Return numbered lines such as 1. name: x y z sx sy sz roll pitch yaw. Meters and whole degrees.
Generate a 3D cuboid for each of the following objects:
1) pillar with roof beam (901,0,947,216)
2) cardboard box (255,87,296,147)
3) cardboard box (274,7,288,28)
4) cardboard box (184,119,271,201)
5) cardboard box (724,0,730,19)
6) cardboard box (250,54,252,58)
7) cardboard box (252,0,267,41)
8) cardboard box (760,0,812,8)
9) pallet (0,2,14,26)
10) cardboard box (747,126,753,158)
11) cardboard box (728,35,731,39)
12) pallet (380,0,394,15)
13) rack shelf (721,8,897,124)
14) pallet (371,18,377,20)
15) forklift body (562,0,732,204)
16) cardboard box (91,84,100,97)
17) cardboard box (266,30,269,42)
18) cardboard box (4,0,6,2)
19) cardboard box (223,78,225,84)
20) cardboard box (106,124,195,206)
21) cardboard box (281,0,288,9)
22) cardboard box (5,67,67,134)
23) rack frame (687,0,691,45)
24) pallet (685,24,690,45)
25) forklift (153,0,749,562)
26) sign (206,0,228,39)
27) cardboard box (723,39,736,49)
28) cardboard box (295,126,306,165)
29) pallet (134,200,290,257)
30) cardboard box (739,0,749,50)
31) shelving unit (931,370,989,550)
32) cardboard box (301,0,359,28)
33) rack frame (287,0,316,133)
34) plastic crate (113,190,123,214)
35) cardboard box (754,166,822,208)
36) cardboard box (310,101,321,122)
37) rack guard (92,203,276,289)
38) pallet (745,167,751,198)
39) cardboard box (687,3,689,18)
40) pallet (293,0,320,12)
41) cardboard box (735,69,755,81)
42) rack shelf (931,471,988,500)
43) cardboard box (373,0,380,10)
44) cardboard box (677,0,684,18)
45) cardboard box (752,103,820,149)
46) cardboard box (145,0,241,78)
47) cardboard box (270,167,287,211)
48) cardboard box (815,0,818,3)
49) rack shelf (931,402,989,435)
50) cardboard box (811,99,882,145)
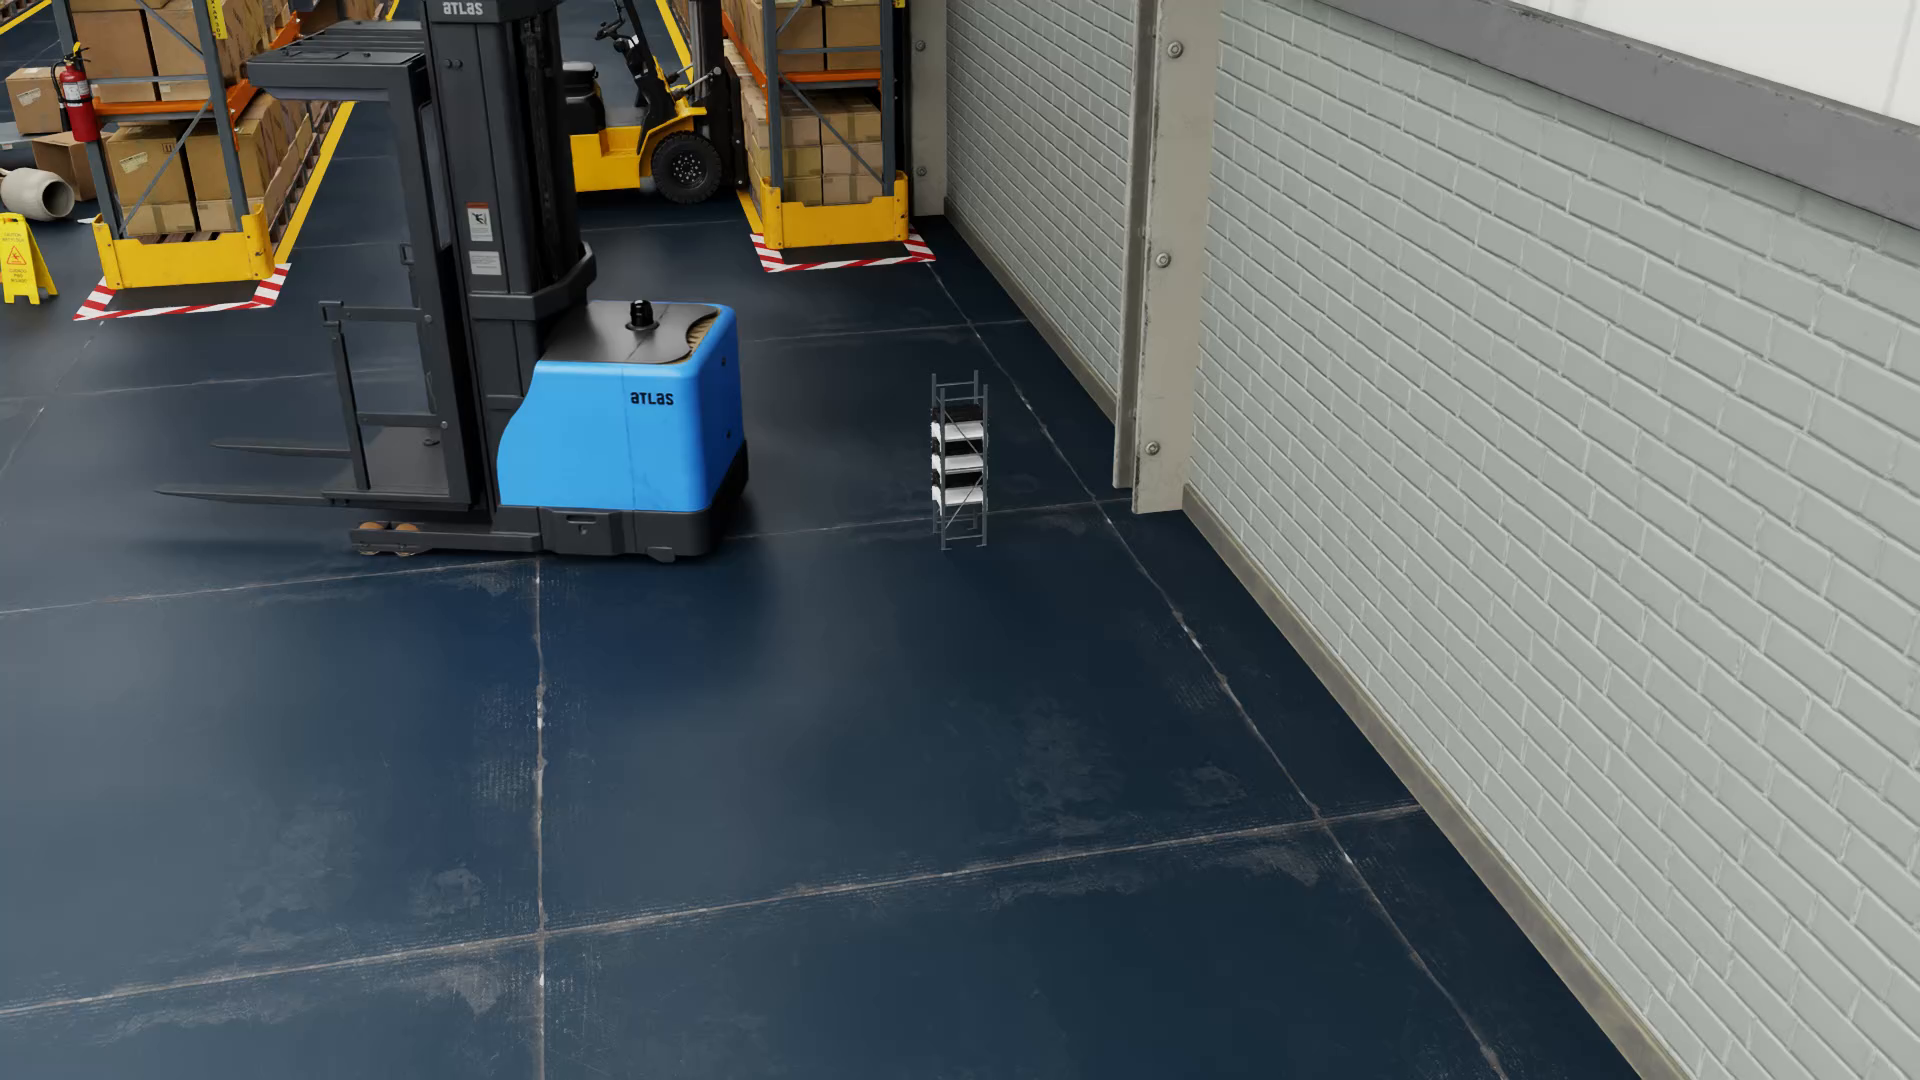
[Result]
1. pillar with roof beam: -4.493 -6.458 11.558 9.100 9.000 0.400 -6 27 -12
2. cardboard box: -6.130 -3.686 14.476 0.500 0.500 0.500 -5 27 -9
3. cardboard box: -6.325 -4.739 15.089 0.380 0.149 0.250 -5 27 -10
4. cardboard box: -5.774 -3.002 13.121 0.500 0.500 0.500 -7 28 -13
5. cardboard box: -1.943 -5.172 15.558 0.500 0.500 0.500 -5 27 -11
6. cardboard box: -5.885 -3.833 13.293 0.380 0.149 0.250 -5 27 -10
7. cardboard box: -6.050 -4.401 13.699 0.500 0.500 0.500 -7 28 -13
8. cardboard box: -1.371 -4.278 13.066 0.380 0.149 0.250 -6 27 -11
9. pallet: -13.545 -7.082 22.546 1.003 0.211 1.213 -6 27 -12
10. cardboard box: -1.537 -3.406 14.200 0.500 0.250 0.500 -6 27 -12
11. cardboard box: -2.050 -4.931 17.360 0.875 0.625 0.625 -5 27 -9
12. pallet: -8.655 -7.679 23.730 1.003 0.211 1.213 -6 27 -12
13. rack shelf: -1.471 -4.377 14.891 1.077 0.370 4.000 -6 27 -12
14. pallet: -8.034 -6.470 21.334 1.003 0.211 1.213 -6 27 -12
15. forklift body: -3.225 -4.088 14.463 2.313 2.155 1.214 -6 27 -12
16. cardboard box: -6.313 -3.445 12.524 0.380 0.149 0.250 -6 27 -12
17. cardboard box: -6.127 -4.287 14.193 0.380 0.149 0.250 -6 27 -13
18. cardboard box: -13.401 -7.470 22.918 0.380 0.149 0.250 -7 28 -13
19. cardboard box: -5.801 -3.482 12.598 0.380 0.149 0.250 -6 27 -11
20. cardboard box: -6.290 -2.934 12.988 0.500 0.500 0.500 -6 27 -11
21. cardboard box: -6.414 -5.078 15.040 0.500 0.500 0.500 -7 28 -13
22. cardboard box: -8.484 -4.098 15.475 0.500 0.500 0.500 -6 27 -12
23. rack frame: -2.823 -7.332 19.947 1.000 3.000 0.127 -6 27 -12
24. pallet: -2.955 -6.419 21.233 1.003 0.211 1.213 -6 27 -12
25. forklift: -2.724 -1.457 8.383 3.031 2.935 1.130 2 27 5
26. sign: -5.327 -3.756 11.902 0.100 0.325 0.005 -6 27 -12
27. cardboard box: -2.118 -4.738 16.284 0.500 0.250 0.500 -6 27 -12
28. cardboard box: -6.232 -3.565 15.070 0.500 0.250 0.500 -7 28 -13
29. pallet: -6.021 -2.463 13.396 1.003 0.211 1.213 -6 27 -12
30. cardboard box: -1.611 -4.508 14.241 0.500 0.500 0.500 -6 27 -13
31. shelving unit: -0.002 -0.405 8.554 0.258 0.900 0.210 -6 27 -12
32. cardboard box: -7.733 -6.377 19.947 0.875 0.875 0.875 -6 27 -12
33. rack frame: -6.757 -5.070 15.466 1.000 3.000 0.127 -6 27 -12
34. plastic crate: -7.202 -2.994 14.594 0.402 0.080 0.583 -16 31 -29
35. cardboard box: -1.434 -2.954 13.859 0.500 0.250 0.500 -6 27 -11
36. cardboard box: -6.877 -4.315 16.420 0.950 0.372 0.625 -6 27 -11
37. rack guard: -5.873 -2.232 12.617 1.175 0.500 0.348 -6 27 -12
38. pallet: -1.505 -3.441 15.333 1.003 0.211 1.213 -6 27 -12
39. cardboard box: -3.128 -6.567 20.741 0.500 0.500 0.500 -5 27 -10
40. pallet: -6.787 -5.335 16.204 1.003 0.211 1.213 -6 27 -12
41. cardboard box: -1.779 -4.064 14.949 0.500 0.250 0.500 -7 28 -13
42. rack shelf: -0.002 -0.295 8.610 0.258 0.077 0.200 -6 27 -12
43. cardboard box: -8.342 -7.557 22.286 0.875 0.875 0.875 -5 27 -10
44. cardboard box: -3.486 -7.244 22.081 0.500 0.500 0.500 -7 28 -13
45. cardboard box: -1.428 -3.397 13.627 0.500 0.250 0.500 -5 27 -10
46. cardboard box: -5.692 -3.728 12.366 0.500 0.500 0.500 -6 27 -12
47. cardboard box: -5.875 -2.881 13.715 0.500 0.250 0.500 -5 27 -10
48. cardboard box: -1.000 -4.337 13.902 0.500 0.500 0.500 -5 27 -10
49. rack shelf: -0.002 -0.617 8.448 0.258 0.077 0.200 -6 27 -12
50. cardboard box: -0.944 -3.456 13.745 0.500 0.250 0.500 -6 27 -12
